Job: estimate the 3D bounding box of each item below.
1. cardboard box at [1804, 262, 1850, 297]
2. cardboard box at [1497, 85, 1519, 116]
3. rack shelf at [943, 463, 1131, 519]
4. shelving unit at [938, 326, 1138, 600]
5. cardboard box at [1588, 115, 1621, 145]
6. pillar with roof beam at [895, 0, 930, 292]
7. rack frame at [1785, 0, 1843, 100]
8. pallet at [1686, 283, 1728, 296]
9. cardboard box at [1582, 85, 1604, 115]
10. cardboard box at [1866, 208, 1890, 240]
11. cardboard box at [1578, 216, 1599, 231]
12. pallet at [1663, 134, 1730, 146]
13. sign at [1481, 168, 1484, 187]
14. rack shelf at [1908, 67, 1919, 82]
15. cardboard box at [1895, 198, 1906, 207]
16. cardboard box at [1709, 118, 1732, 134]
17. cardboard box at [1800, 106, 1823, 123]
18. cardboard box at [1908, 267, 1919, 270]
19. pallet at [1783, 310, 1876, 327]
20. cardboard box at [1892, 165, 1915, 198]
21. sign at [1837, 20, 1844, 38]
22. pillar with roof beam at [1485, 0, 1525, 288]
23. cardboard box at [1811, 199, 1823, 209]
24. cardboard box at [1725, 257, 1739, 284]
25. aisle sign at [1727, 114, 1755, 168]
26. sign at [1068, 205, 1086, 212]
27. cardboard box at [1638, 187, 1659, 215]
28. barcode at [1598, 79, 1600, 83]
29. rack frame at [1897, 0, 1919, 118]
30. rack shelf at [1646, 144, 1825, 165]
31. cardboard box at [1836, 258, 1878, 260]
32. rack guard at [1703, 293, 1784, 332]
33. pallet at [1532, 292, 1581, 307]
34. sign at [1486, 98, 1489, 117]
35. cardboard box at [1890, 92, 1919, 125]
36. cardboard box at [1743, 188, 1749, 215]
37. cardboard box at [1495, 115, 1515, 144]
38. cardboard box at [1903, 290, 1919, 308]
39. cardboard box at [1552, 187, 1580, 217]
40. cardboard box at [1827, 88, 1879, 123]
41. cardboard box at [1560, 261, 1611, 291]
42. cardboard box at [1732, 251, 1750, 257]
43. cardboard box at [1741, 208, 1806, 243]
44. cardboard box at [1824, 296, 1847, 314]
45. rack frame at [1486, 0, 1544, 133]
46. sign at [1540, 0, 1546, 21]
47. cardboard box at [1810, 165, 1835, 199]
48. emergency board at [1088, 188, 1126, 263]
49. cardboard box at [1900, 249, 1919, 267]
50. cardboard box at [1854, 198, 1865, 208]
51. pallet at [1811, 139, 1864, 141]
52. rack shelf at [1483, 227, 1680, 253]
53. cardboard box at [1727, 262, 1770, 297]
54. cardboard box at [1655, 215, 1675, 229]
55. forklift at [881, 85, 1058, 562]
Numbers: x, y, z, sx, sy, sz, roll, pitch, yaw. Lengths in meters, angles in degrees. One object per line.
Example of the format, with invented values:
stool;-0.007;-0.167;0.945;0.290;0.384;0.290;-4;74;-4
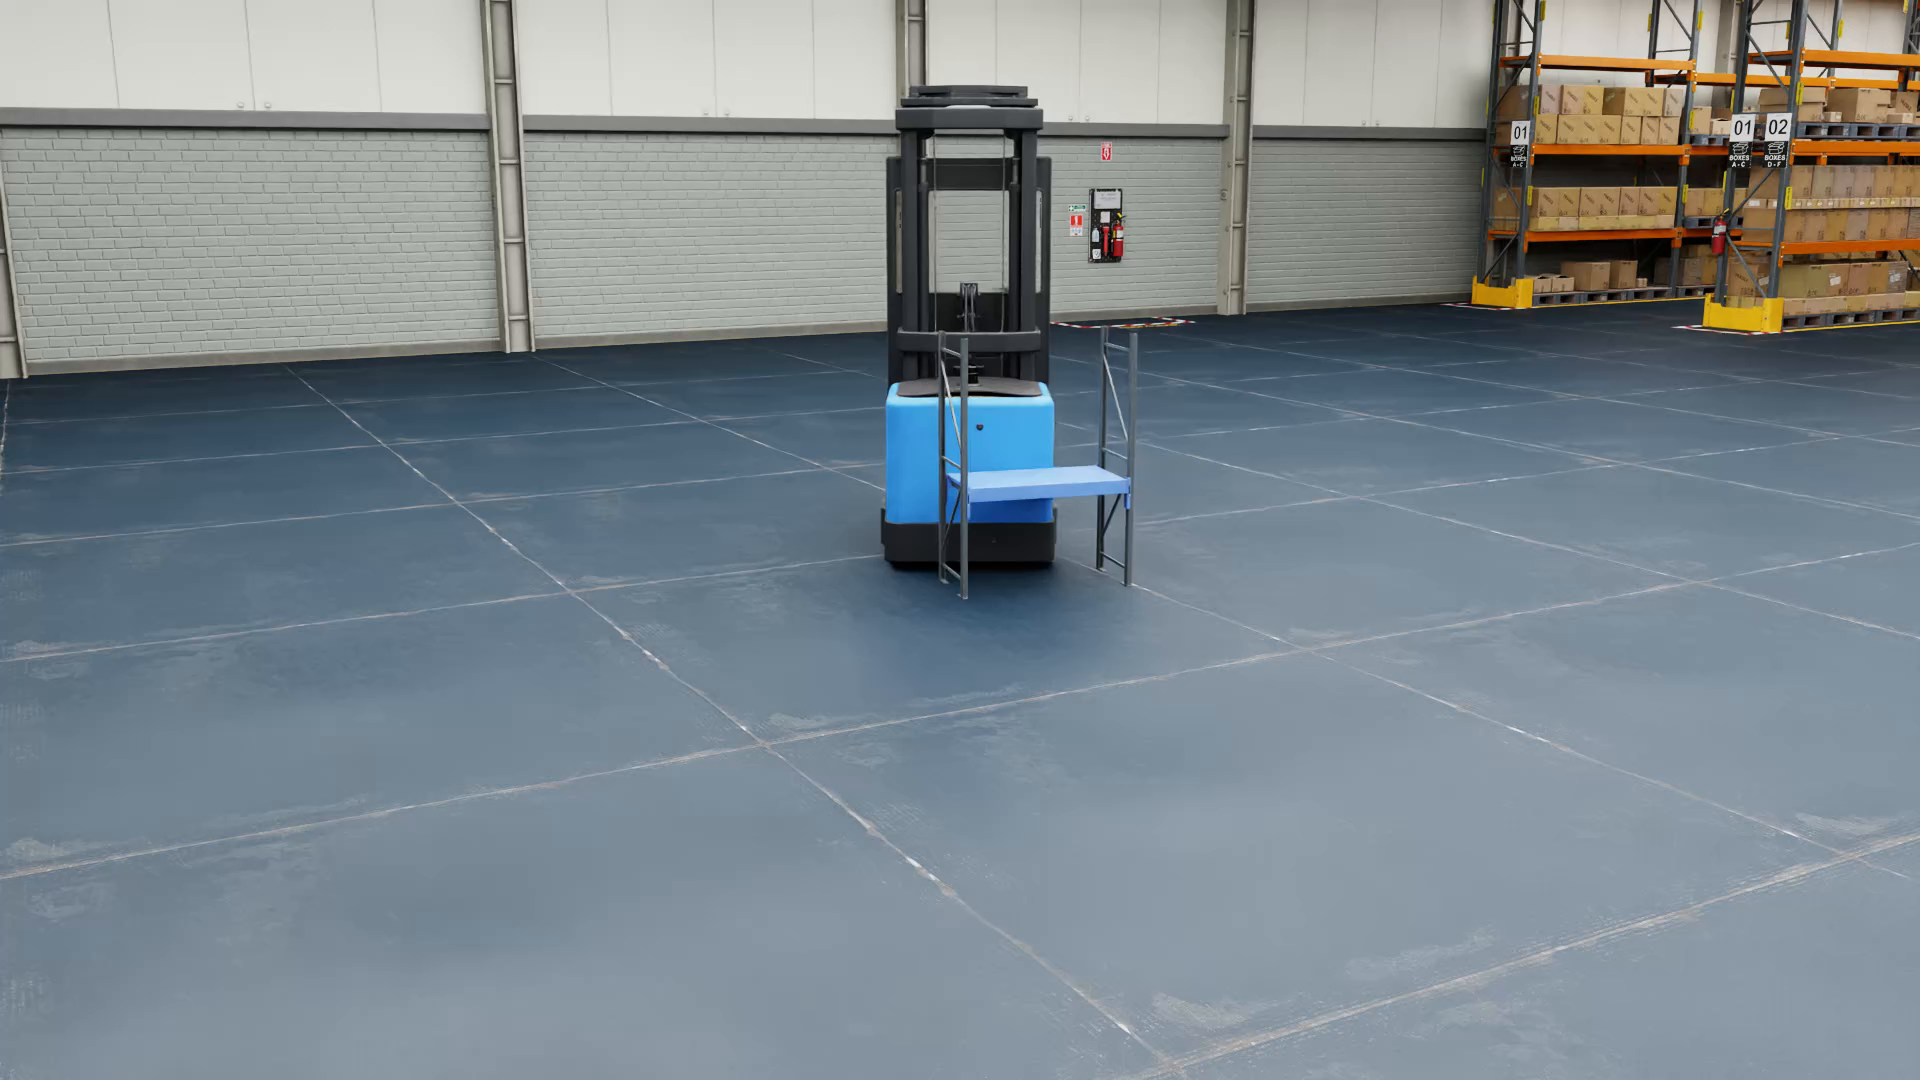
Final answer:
cardboard box;13.461;-4.063;25.930;0.500;0.500;0.500;-7;14;-28
cardboard box;9.890;-7.772;29.429;0.500;0.500;0.500;-6;14;-25
rack shelf;0.446;-0.295;9.824;1.000;0.185;0.538;-4;13;-16
shelving unit;0.446;-0.471;9.785;1.048;1.500;0.538;-4;13;-16
cardboard box;11.452;-7.341;29.791;0.500;0.500;0.500;-6;14;-24
pillar with roof beam;1.366;-6.742;20.569;0.400;9.000;9.100;-7;14;-28
rack frame;16.658;-9.435;32.537;0.127;3.000;1.000;-7;14;-28
pallet;14.902;-4.938;32.571;1.213;0.211;1.003;-7;14;-28
cardboard box;11.000;-7.769;29.416;0.500;0.500;0.500;-6;14;-26
cardboard box;14.236;-5.025;26.379;0.500;0.500;0.700;-7;14;-27
cardboard box;11.116;-5.703;29.914;0.500;0.250;0.500;-7;15;-29
pallet;13.740;-7.503;31.214;1.003;0.211;1.213;-7;14;-28
sign;9.388;-6.495;29.779;0.005;0.325;0.100;-7;14;-28
rack shelf;17.280;-7.724;27.485;4.000;0.370;1.077;-7;14;-28
cardboard box;14.712;-5.347;26.331;0.250;0.149;0.380;-7;14;-28
cardboard box;14.206;-7.819;31.435;0.500;0.311;0.500;-6;14;-26
cardboard box;12.898;-6.548;25.606;0.500;0.250;0.500;-7;14;-28
cardboard box;16.196;-4.424;27.963;0.500;0.311;0.500;-6;14;-26
pallet;13.734;-3.568;26.482;1.213;0.211;1.003;-7;14;-28
cardboard box;14.695;-5.713;26.482;0.500;0.500;0.700;-7;14;-28
sign;16.927;-9.826;31.966;0.005;0.325;0.100;-7;14;-28
pillar with roof beam;11.899;-8.004;26.179;0.400;9.000;9.100;-7;14;-28
cardboard box;12.911;-5.132;25.374;0.250;0.149;0.380;-7;14;-28
cardboard box;14.682;-5.273;32.399;0.500;0.500;0.700;-7;14;-27
aisle sign;11.815;-6.030;25.151;0.004;0.787;0.394;-7;14;-28
sign;1.856;-5.259;26.359;0.331;0.109;0.001;-7;14;-28
cardboard box;12.445;-6.227;30.534;0.500;0.500;0.500;-7;14;-28
barcode;11.721;-8.414;30.506;0.075;0.075;0.001;-7;14;-28
rack frame;15.524;-8.060;26.427;0.127;3.000;1.000;-7;14;-28
rack shelf;14.903;-7.410;32.010;4.000;0.370;1.077;-7;14;-28
cardboard box;14.532;-4.320;27.070;0.500;0.500;0.500;-7;14;-28
rack guard;11.992;-3.490;25.479;0.348;0.500;1.175;-7;14;-28
pallet;10.433;-4.393;30.147;1.213;0.211;1.003;-7;14;-28
sign;9.388;-7.671;29.514;0.005;0.325;0.100;-7;14;-28
cardboard box;14.956;-6.916;26.674;0.500;0.500;0.500;-6;14;-23
cardboard box;15.168;-6.585;32.307;0.500;0.500;0.700;-7;14;-28
cardboard box;9.881;-7.281;29.525;0.500;0.500;0.500;-6;14;-24
cardboard box;15.222;-3.906;26.938;0.500;0.250;0.500;-7;14;-28
cardboard box;10.638;-6.011;29.576;0.500;0.500;0.500;-7;14;-28
cardboard box;13.602;-6.620;25.356;0.500;0.500;0.500;-7;14;-28
cardboard box;11.455;-4.845;30.495;0.500;0.500;0.700;-8;15;-31
cardboard box;15.072;-5.680;32.501;0.500;0.250;0.500;-7;14;-28
cardboard box;12.429;-4.808;25.412;0.500;0.500;0.700;-7;14;-28
cardboard box;13.467;-3.695;26.002;0.500;0.250;0.500;-7;14;-28
rack frame;9.636;-8.593;28.797;0.127;3.000;1.000;-7;14;-28
sign;9.896;-8.983;28.221;0.005;0.325;0.100;-7;14;-28
cardboard box;12.935;-5.503;25.545;0.500;0.500;0.700;-7;15;-29
emergency board;2.383;-5.023;26.597;0.643;1.169;0.194;-7;14;-28
cardboard box;19.661;-5.992;34.840;0.750;0.750;0.750;-7;14;-27
cardboard box;13.810;-5.239;25.850;0.250;0.149;0.380;-7;14;-27
pallet;17.198;-7.957;33.233;1.003;0.211;1.213;-6;14;-25
rack shelf;11.392;-5.526;30.470;4.000;0.370;1.077;-7;14;-28
cardboard box;12.341;-4.055;25.895;0.500;0.500;0.500;-7;14;-28
cardboard box;12.877;-5.916;30.859;0.500;0.250;0.500;-7;14;-28
forklift;0.057;-1.559;11.362;1.130;2.935;3.031;0;13;0
